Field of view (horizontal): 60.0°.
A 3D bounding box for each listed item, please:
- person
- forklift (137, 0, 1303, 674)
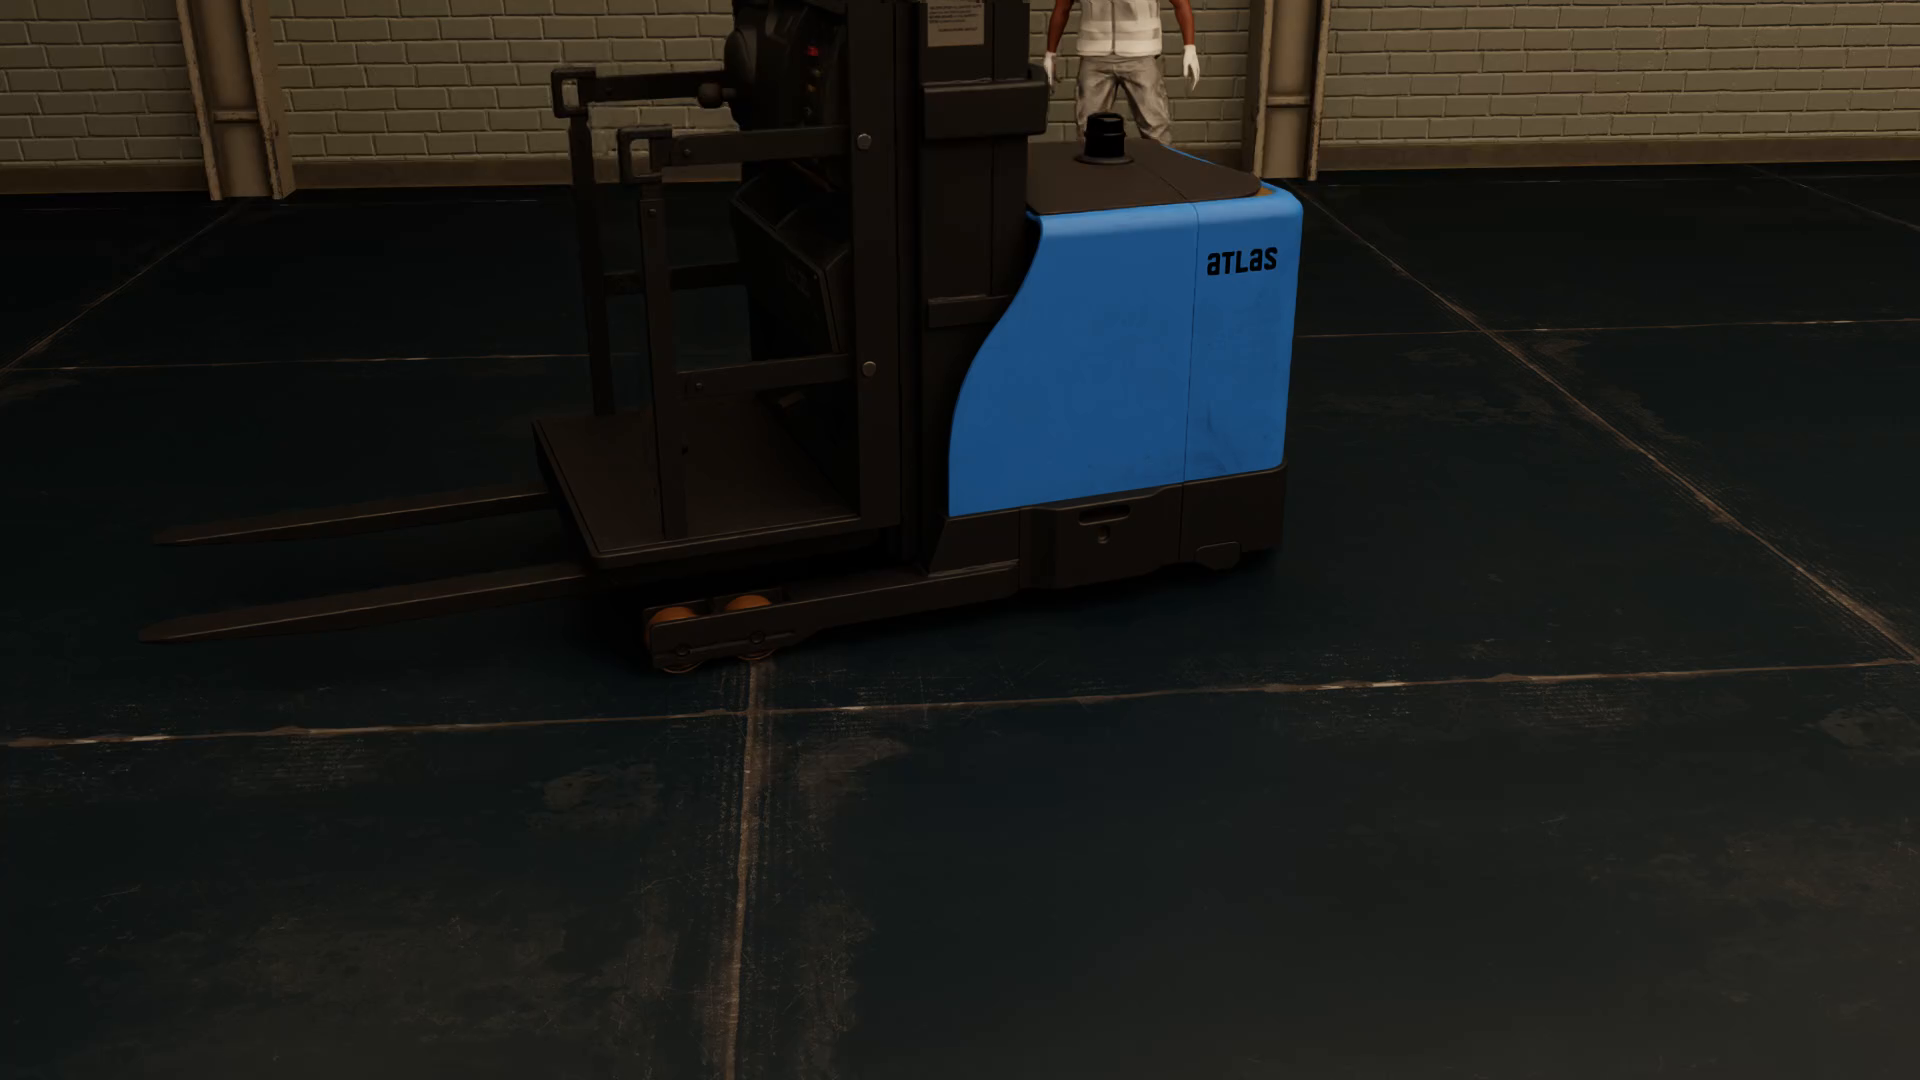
[{"bbox_3d":[0.796,-2.389,8.287,0.811,1.755,0.417,5,24,11],"label":"person"},{"bbox_3d":[-0.636,-1.243,4.185,3.031,2.935,1.130,-9,25,-19],"label":"forklift"}]
